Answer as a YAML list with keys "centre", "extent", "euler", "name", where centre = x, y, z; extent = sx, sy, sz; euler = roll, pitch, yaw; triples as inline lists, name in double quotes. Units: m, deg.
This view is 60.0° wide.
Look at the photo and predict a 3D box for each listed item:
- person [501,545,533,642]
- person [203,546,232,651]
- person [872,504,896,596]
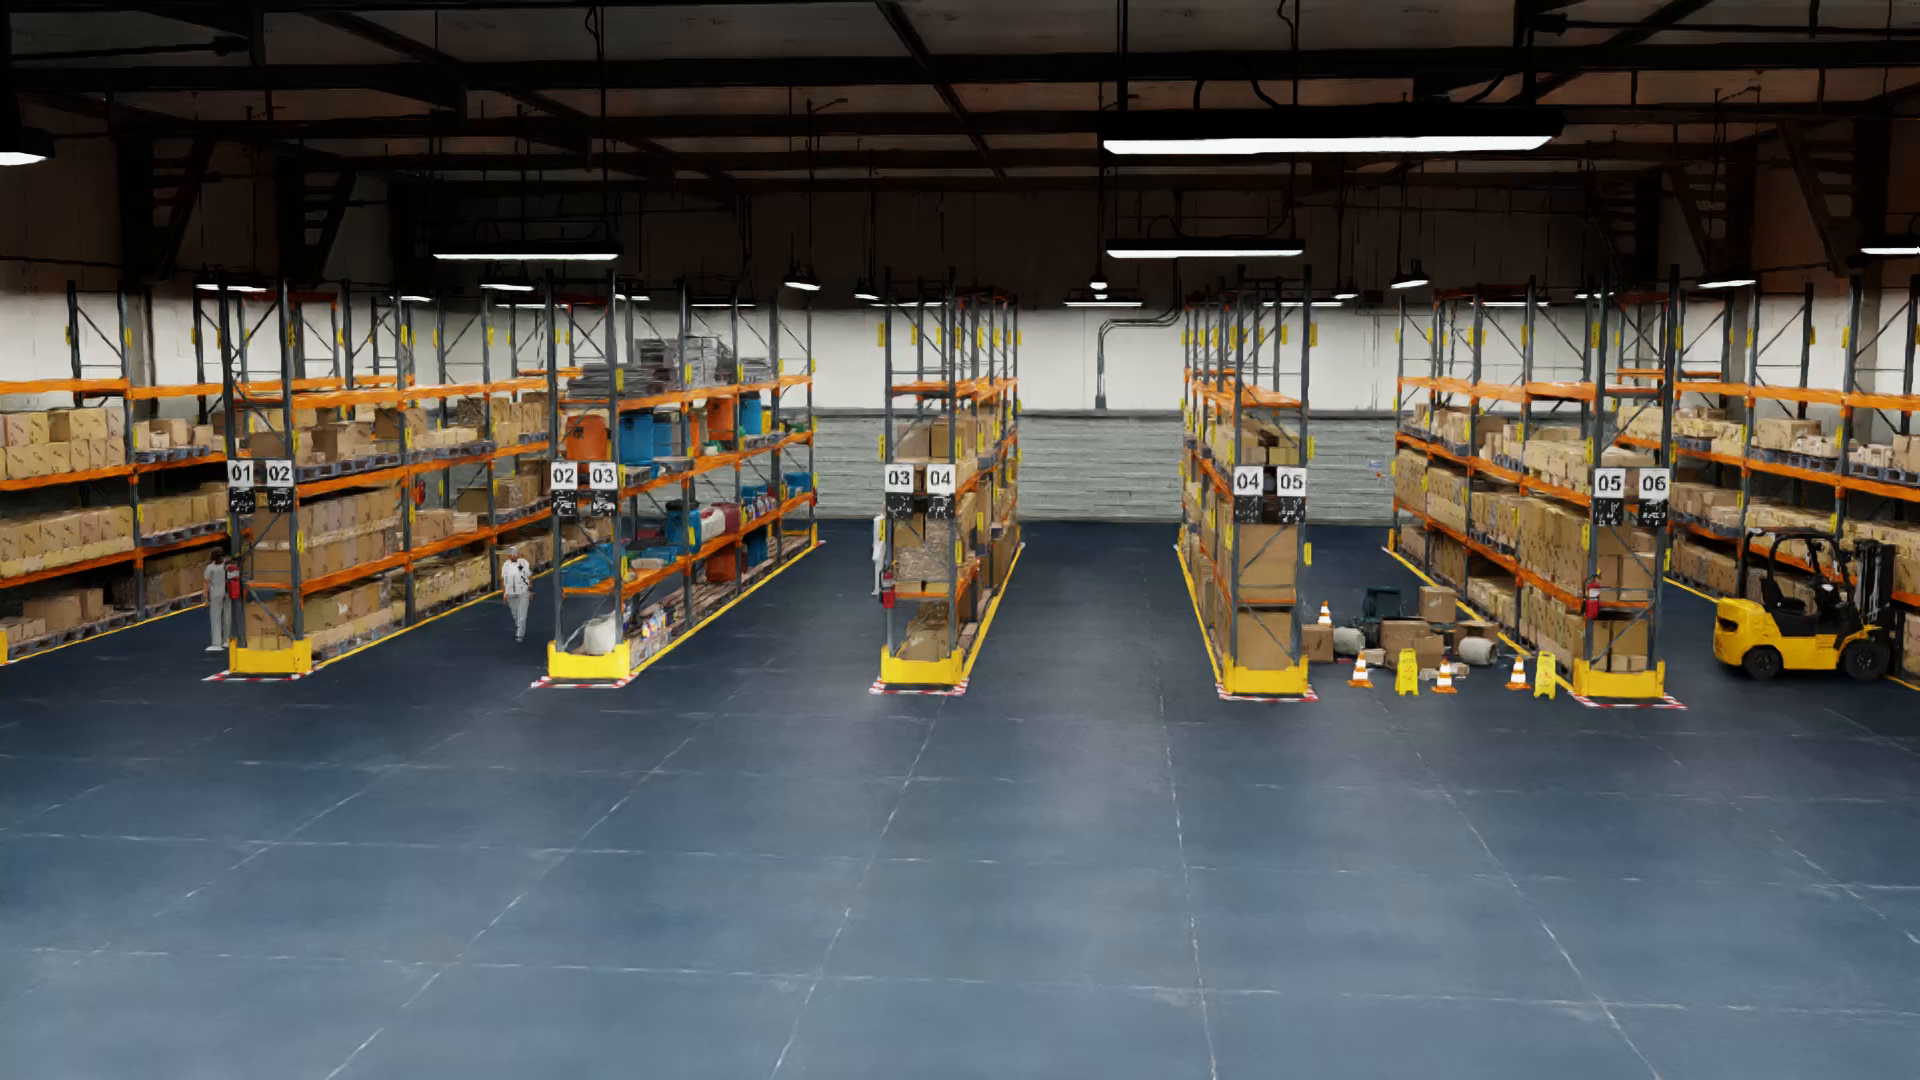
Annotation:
- centre: [-7.357, 0.859, 27.577]
  extent: [0.497, 1.580, 1.091]
  euler: [0, 7, 3]
  name: "person"
- centre: [-11.923, 0.925, 26.680]
  extent: [0.477, 1.675, 0.487]
  euler: [5, 9, 36]
  name: "person"
- centre: [-1.339, 0.153, 30.560]
  extent: [0.589, 1.697, 1.175]
  euler: [0, 7, 3]
  name: "person"
